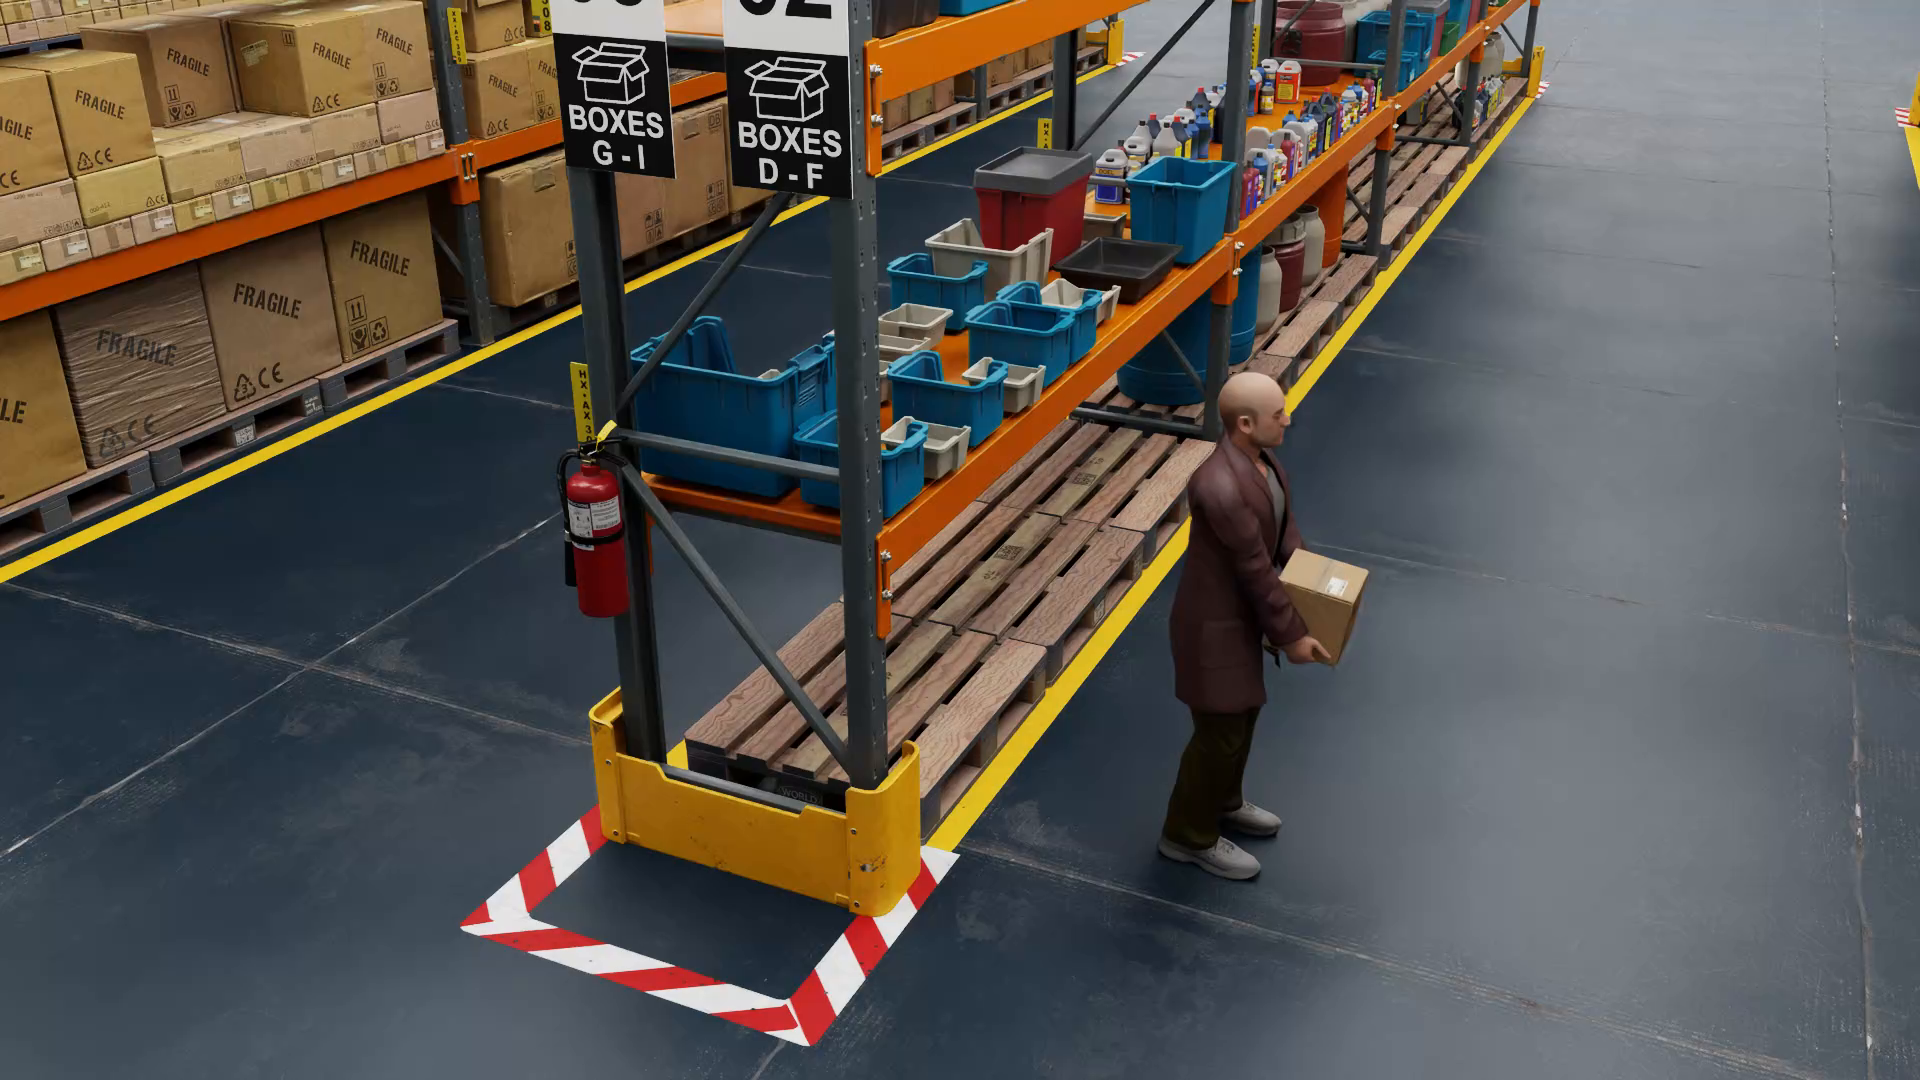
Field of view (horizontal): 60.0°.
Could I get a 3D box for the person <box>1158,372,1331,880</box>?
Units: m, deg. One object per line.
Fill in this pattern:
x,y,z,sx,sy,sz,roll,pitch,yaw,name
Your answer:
0.994,0.299,5.578,0.559,1.779,0.529,11,28,21,person
